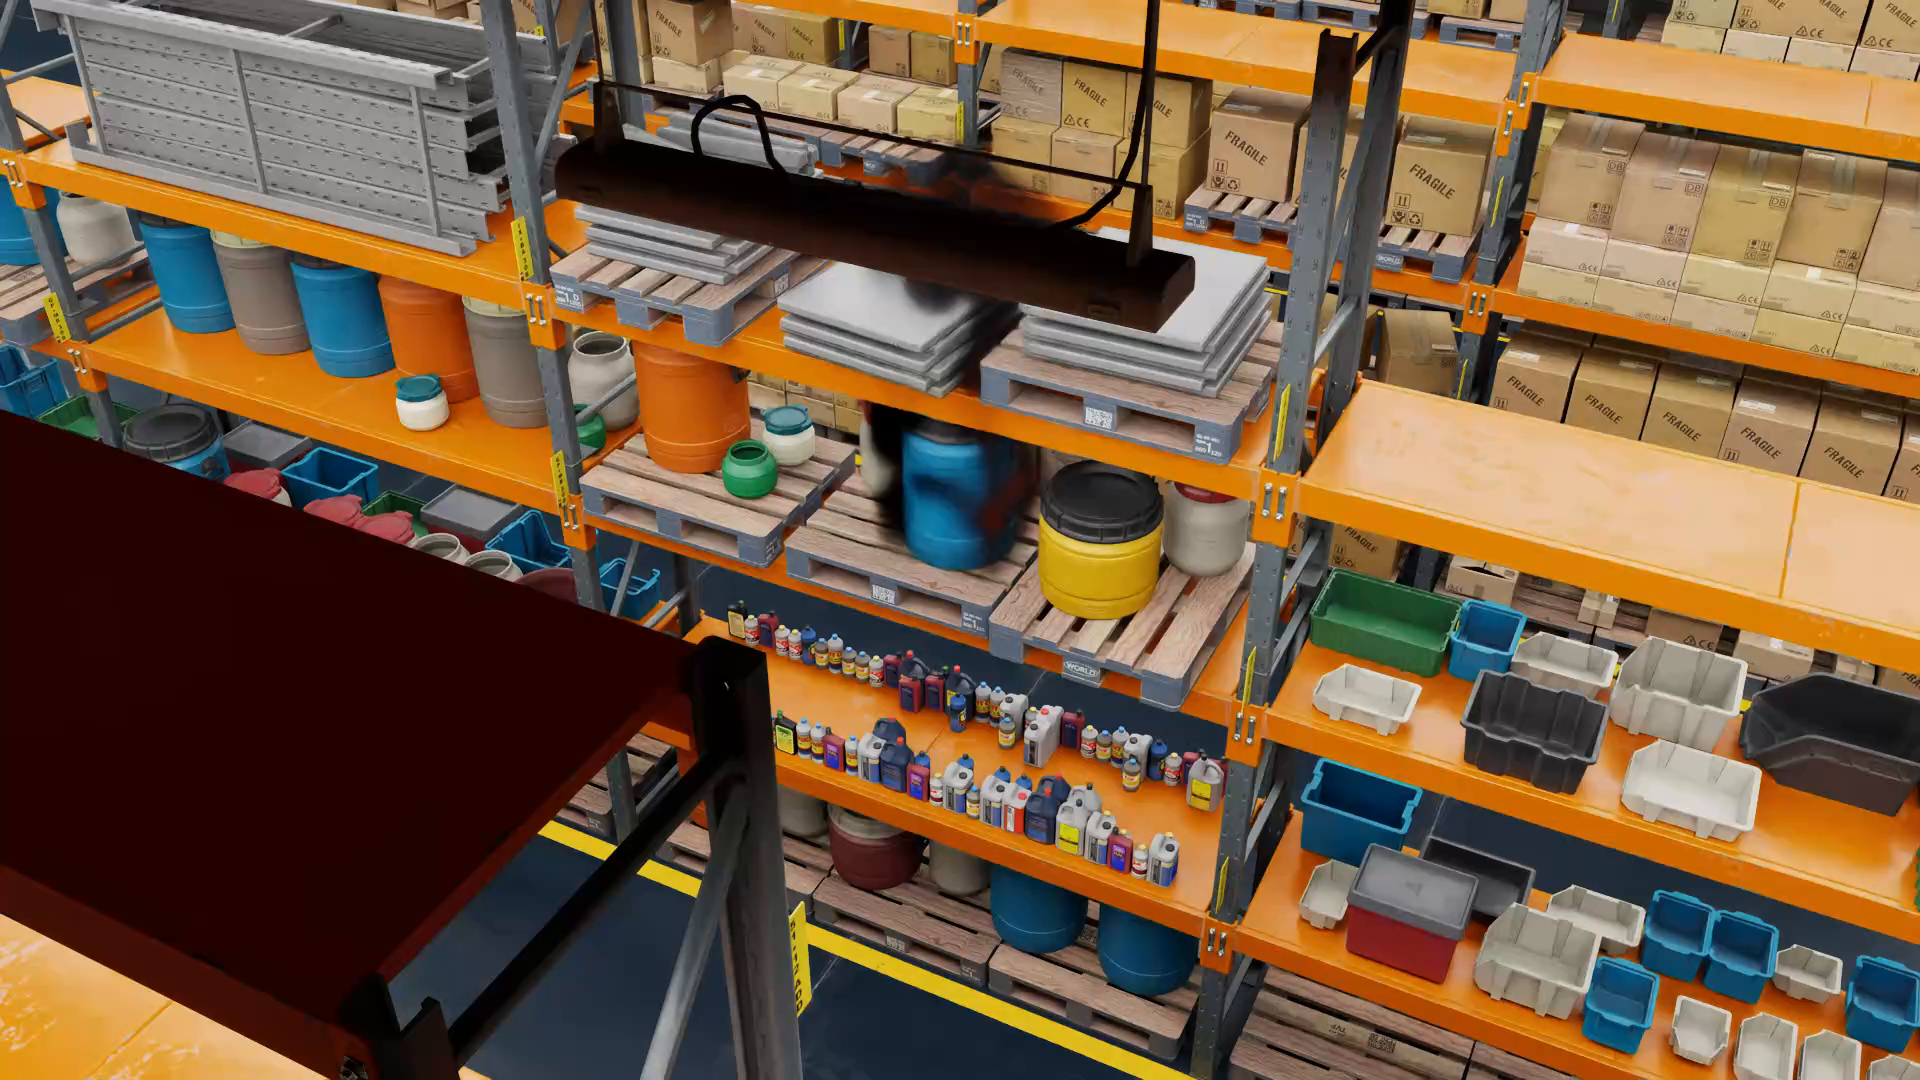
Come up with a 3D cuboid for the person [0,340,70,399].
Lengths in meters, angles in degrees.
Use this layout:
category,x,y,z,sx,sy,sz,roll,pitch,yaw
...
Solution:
category,x,y,z,sx,sy,sz,roll,pitch,yaw
person,-8.688,-1.775,14.911,0.963,1.771,0.669,-9,36,-12
